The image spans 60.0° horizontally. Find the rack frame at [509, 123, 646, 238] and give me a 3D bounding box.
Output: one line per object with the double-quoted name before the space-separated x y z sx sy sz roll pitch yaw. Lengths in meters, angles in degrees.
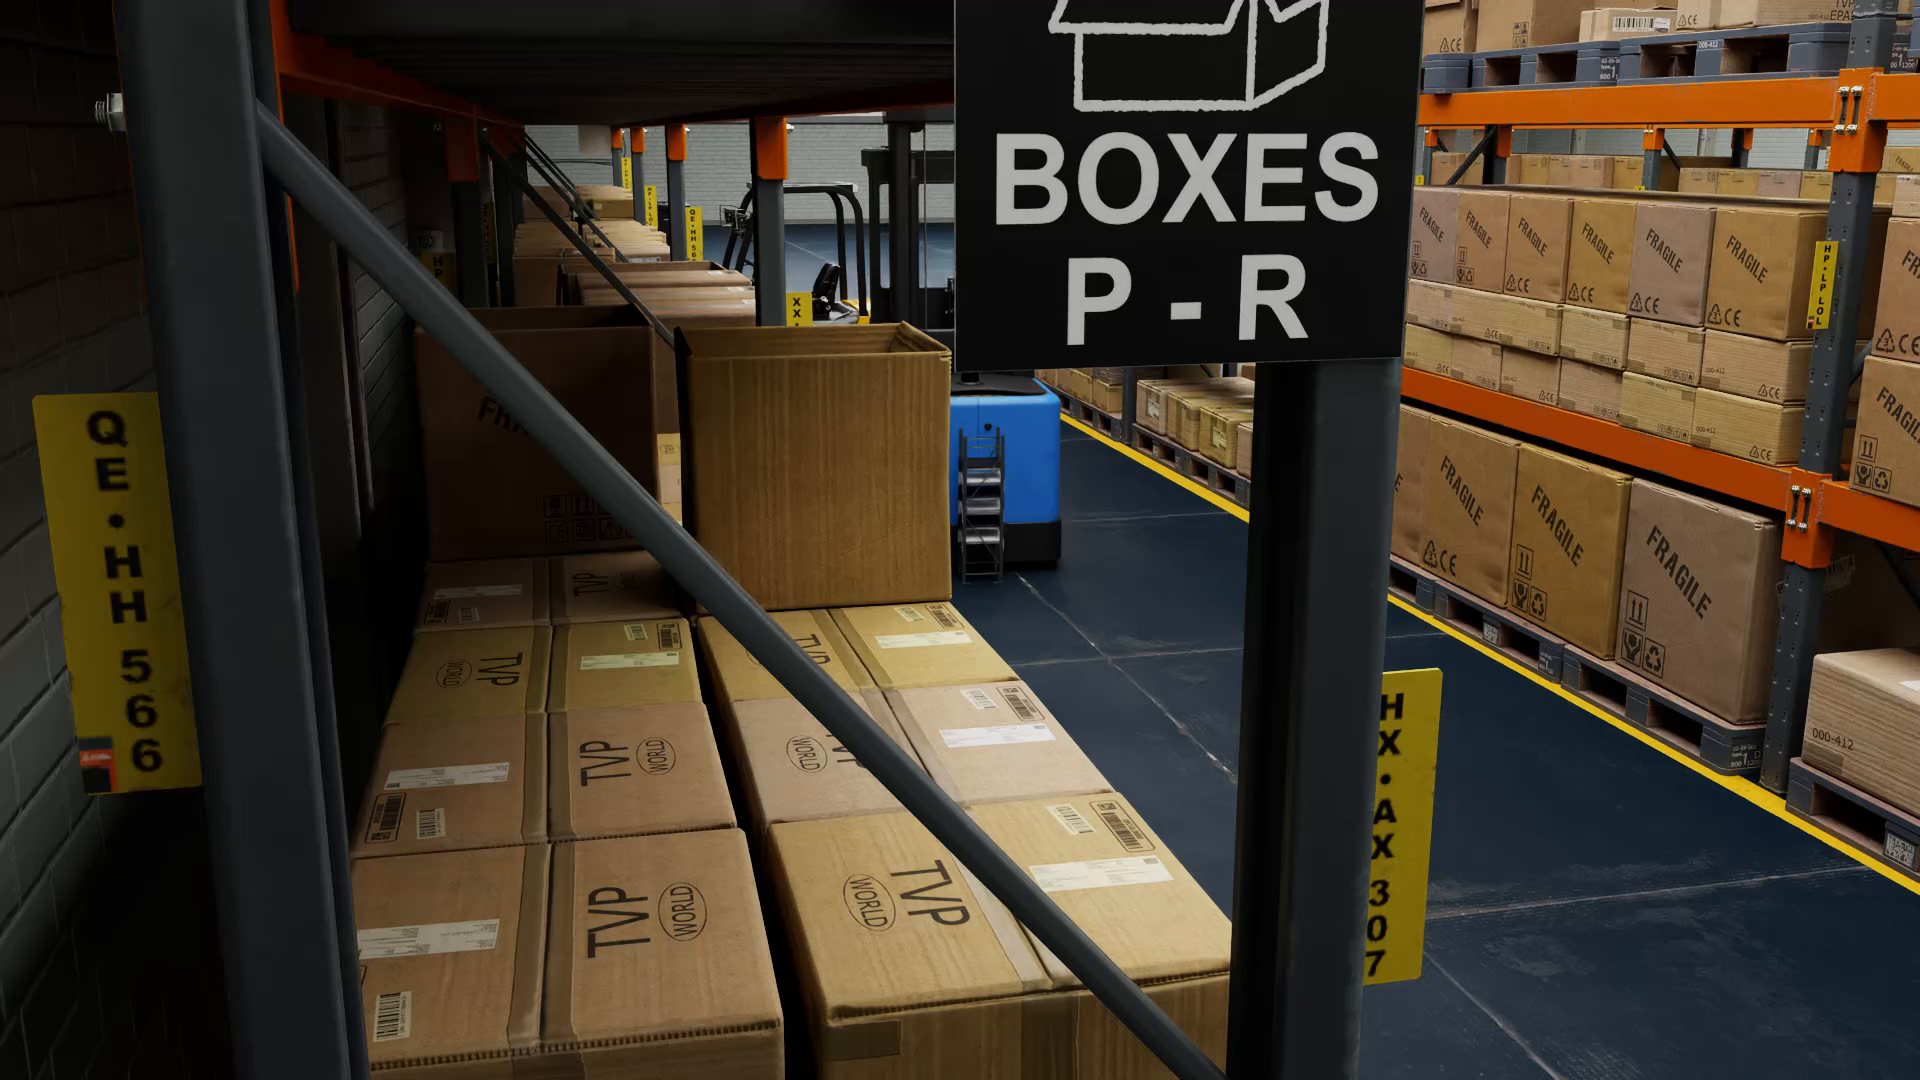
"rack frame" -2.933 -2.034 12.931 1.000 3.000 0.127 -3 14 -13

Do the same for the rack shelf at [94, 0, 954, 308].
"rack shelf" -0.584 -0.834 3.217 1.077 0.370 4.000 -3 14 -13

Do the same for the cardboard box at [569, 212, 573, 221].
"cardboard box" -3.470 -2.695 14.059 0.380 0.149 0.250 -3 14 -11

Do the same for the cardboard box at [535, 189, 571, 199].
"cardboard box" -3.766 -3.136 15.237 0.380 0.149 0.250 -3 14 -11

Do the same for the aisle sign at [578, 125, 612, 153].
"aisle sign" -3.602 -4.251 16.528 0.394 0.787 0.004 -3 14 -13

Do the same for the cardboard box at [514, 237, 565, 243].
"cardboard box" -2.689 -1.826 10.503 0.380 0.149 0.250 -4 14 -14

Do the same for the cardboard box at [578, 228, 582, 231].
"cardboard box" -3.041 -2.435 14.363 0.500 0.500 0.500 -3 14 -14

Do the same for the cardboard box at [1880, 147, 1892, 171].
"cardboard box" 10.560 -4.207 18.884 0.500 0.500 0.500 -3 14 -13

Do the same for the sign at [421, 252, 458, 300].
"sign" -1.592 -0.719 5.109 0.100 0.325 0.005 -3 14 -13

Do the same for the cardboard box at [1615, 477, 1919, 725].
"cardboard box" 3.547 0.224 7.282 0.875 0.875 0.875 -3 14 -11

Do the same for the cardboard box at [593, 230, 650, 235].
"cardboard box" -2.308 -2.038 11.370 0.380 0.149 0.250 -3 14 -13

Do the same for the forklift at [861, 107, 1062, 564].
"forklift" -0.078 -1.572 11.184 1.130 2.935 3.031 -2 14 -7

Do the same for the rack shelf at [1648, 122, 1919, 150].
"rack shelf" 7.149 -3.257 13.132 1.077 0.370 4.000 -3 14 -13

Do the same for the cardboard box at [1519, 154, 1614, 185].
"cardboard box" 6.259 -3.669 17.034 0.875 0.550 0.500 -3 14 -13

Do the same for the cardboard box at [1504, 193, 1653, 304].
"cardboard box" 3.057 -1.445 8.202 0.500 0.500 0.500 -3 14 -12

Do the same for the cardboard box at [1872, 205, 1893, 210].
"cardboard box" 3.946 -1.117 6.863 0.500 0.500 0.500 -3 14 -13

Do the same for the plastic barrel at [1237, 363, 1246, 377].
"plastic barrel" 2.909 -1.590 16.544 0.512 0.421 0.421 7 15 26

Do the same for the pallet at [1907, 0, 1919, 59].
"pallet" 3.952 -1.690 5.392 1.003 0.211 1.213 -3 14 -13

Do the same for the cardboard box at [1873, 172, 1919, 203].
"cardboard box" 7.280 -2.561 12.771 0.700 0.500 0.500 -4 14 -14

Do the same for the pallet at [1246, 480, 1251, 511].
"pallet" 2.649 -0.214 11.359 1.003 0.211 1.213 -3 14 -13

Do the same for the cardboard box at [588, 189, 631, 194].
"cardboard box" -3.186 -3.105 15.111 0.380 0.149 0.250 -3 14 -12

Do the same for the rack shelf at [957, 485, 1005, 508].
"rack shelf" 0.124 -0.256 9.812 0.258 0.077 0.200 -2 18 -7

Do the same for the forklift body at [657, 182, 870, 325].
"forklift body" -1.653 -2.208 15.434 2.313 2.155 1.214 -3 14 -13

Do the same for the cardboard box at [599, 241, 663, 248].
"cardboard box" -2.005 -1.743 10.165 0.380 0.149 0.250 -3 14 -13

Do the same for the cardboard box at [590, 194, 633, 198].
"cardboard box" -2.897 -2.811 13.907 0.380 0.149 0.250 -3 14 -12

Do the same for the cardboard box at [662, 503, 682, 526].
"cardboard box" -0.461 0.075 3.990 0.500 0.250 0.500 -3 14 -14

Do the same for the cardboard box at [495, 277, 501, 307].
"cardboard box" -2.369 -1.369 9.473 0.500 0.250 0.500 -3 14 -12

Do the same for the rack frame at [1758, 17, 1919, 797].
"rack frame" 3.770 -0.466 6.513 1.000 3.000 0.127 -3 14 -13

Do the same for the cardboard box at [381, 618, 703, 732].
"cardboard box" -0.712 0.338 2.912 0.500 0.250 0.500 -3 14 -11

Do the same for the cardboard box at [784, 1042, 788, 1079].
"cardboard box" -0.125 0.651 2.472 0.380 0.149 0.250 -3 14 -14

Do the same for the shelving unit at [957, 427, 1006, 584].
"shelving unit" 0.124 -0.202 9.829 0.258 0.900 0.210 -2 18 -7

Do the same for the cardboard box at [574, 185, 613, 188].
"cardboard box" -3.583 -3.394 16.293 0.380 0.149 0.250 -3 14 -13

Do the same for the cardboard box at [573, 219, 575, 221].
"cardboard box" -3.882 -2.756 15.678 0.500 0.500 0.500 -3 14 -11

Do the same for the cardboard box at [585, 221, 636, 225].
"cardboard box" -2.636 -2.331 12.570 0.380 0.149 0.250 -3 14 -11

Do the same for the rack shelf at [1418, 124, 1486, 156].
"rack shelf" 2.361 -2.957 11.908 1.077 0.370 4.000 -3 14 -13

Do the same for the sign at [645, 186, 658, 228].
"sign" -2.407 -2.590 12.936 0.100 0.325 0.005 -3 14 -13

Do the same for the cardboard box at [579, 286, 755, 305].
"cardboard box" -1.071 -0.684 6.312 0.700 0.500 0.500 -3 14 -13

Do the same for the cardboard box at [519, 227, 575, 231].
"cardboard box" -2.908 -2.124 11.723 0.380 0.149 0.250 -3 14 -14

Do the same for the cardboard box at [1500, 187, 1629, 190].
"cardboard box" 3.335 -1.700 9.248 0.500 0.500 0.500 -3 14 -12

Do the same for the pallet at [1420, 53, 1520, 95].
"pallet" 3.034 -2.608 9.360 1.213 0.211 1.003 -3 14 -11

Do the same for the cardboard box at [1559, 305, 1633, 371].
"cardboard box" 3.178 -0.958 7.790 0.500 0.250 0.500 -3 14 -12

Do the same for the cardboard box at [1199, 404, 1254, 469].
"cardboard box" 2.354 -0.792 12.500 0.950 0.372 0.625 -3 14 -11

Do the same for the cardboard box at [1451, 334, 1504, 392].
"cardboard box" 2.957 -0.950 8.810 0.500 0.250 0.500 -3 14 -11

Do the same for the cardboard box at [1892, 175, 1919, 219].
"cardboard box" 3.592 -1.228 5.948 0.380 0.149 0.250 -3 14 -14

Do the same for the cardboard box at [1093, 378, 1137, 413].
"cardboard box" 1.491 -1.301 14.840 0.500 0.250 0.500 -3 14 -11

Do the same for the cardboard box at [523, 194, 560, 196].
"cardboard box" -3.556 -2.834 14.004 0.380 0.149 0.250 -4 14 -14

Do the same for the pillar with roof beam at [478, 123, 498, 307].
"pillar with roof beam" -0.400 -5.900 16.115 9.100 9.000 0.400 -3 14 -13

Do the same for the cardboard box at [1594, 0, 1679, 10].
"cardboard box" 3.527 -2.708 8.274 0.500 0.500 0.500 -3 14 -13

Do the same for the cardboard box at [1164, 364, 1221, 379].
"cardboard box" 2.015 -1.695 14.873 0.500 0.500 0.500 -3 14 -11
